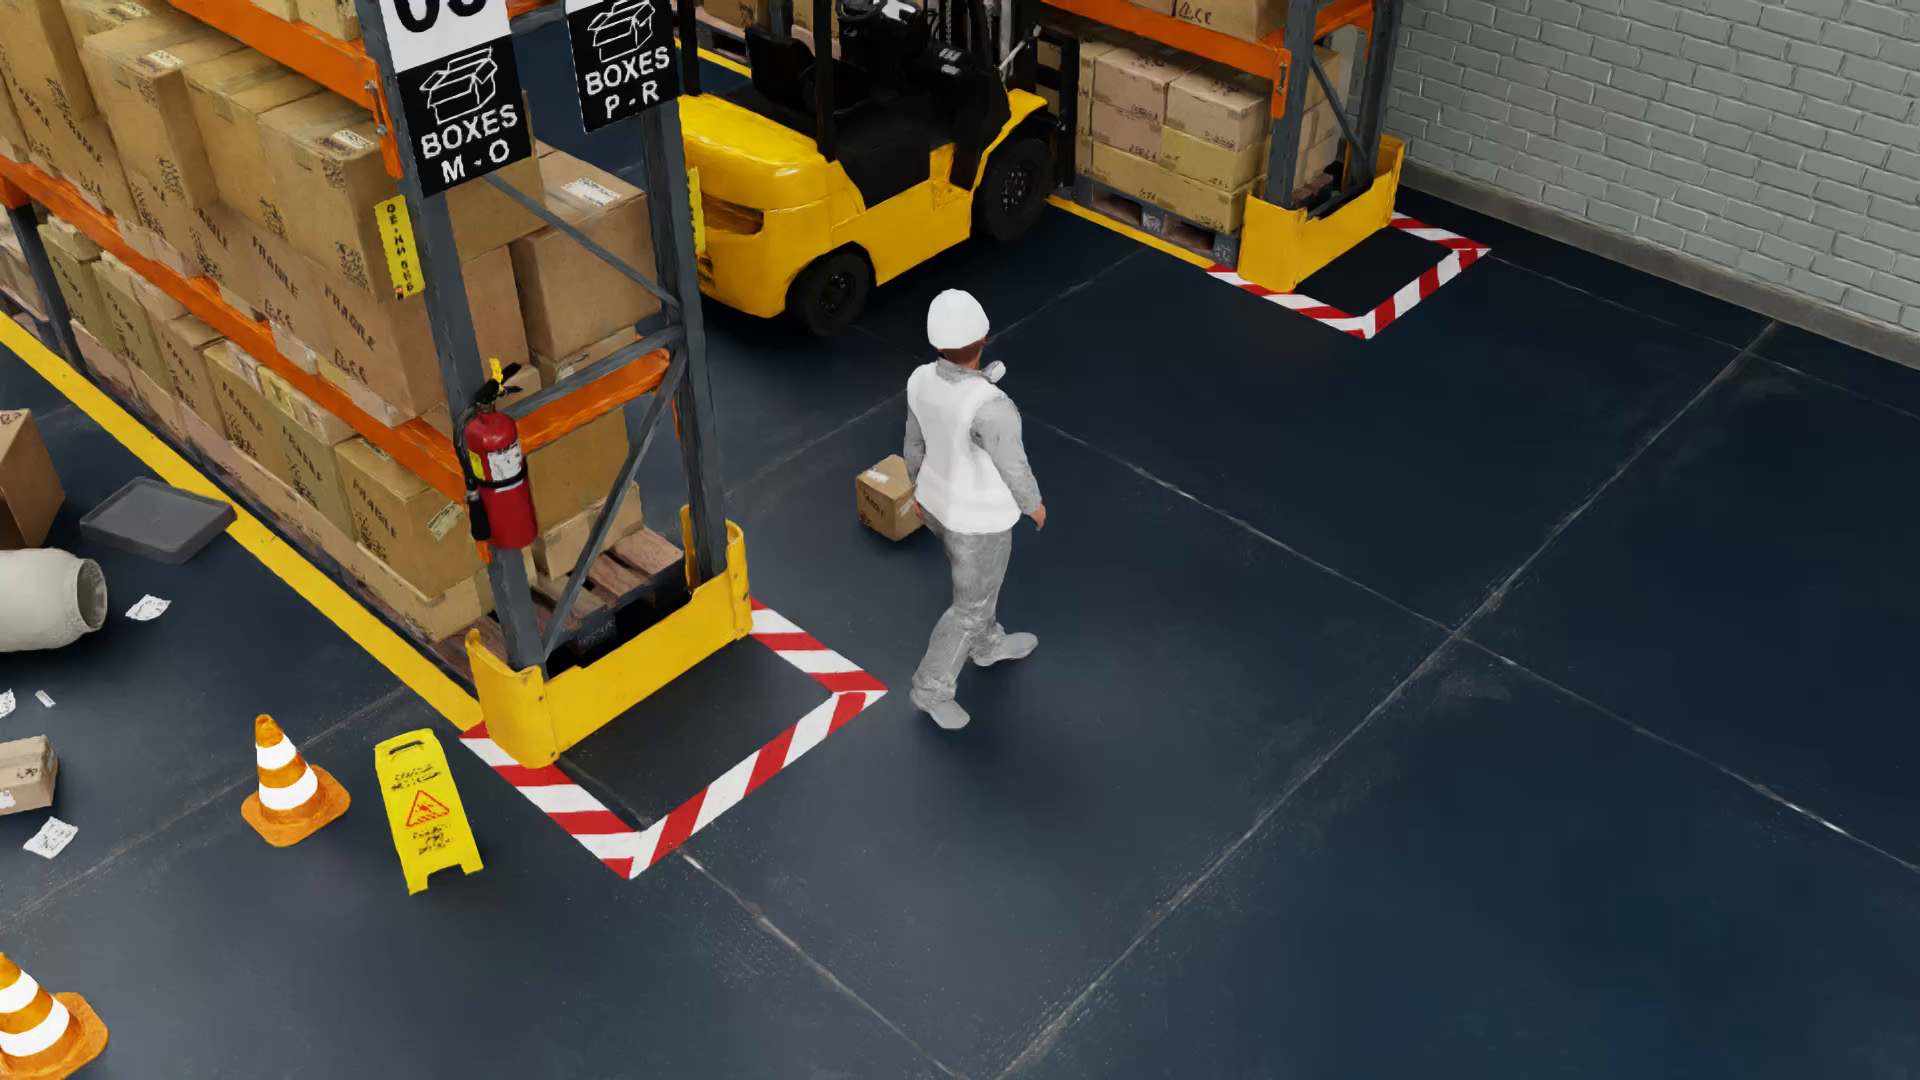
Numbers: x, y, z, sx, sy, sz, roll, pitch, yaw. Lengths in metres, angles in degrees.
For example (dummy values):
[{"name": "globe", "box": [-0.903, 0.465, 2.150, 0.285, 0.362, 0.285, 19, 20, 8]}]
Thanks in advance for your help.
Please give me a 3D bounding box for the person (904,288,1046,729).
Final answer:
[{"name": "person", "box": [0.045, -0.114, 6.312, 0.667, 1.832, 0.556, -20, 43, -23]}]
